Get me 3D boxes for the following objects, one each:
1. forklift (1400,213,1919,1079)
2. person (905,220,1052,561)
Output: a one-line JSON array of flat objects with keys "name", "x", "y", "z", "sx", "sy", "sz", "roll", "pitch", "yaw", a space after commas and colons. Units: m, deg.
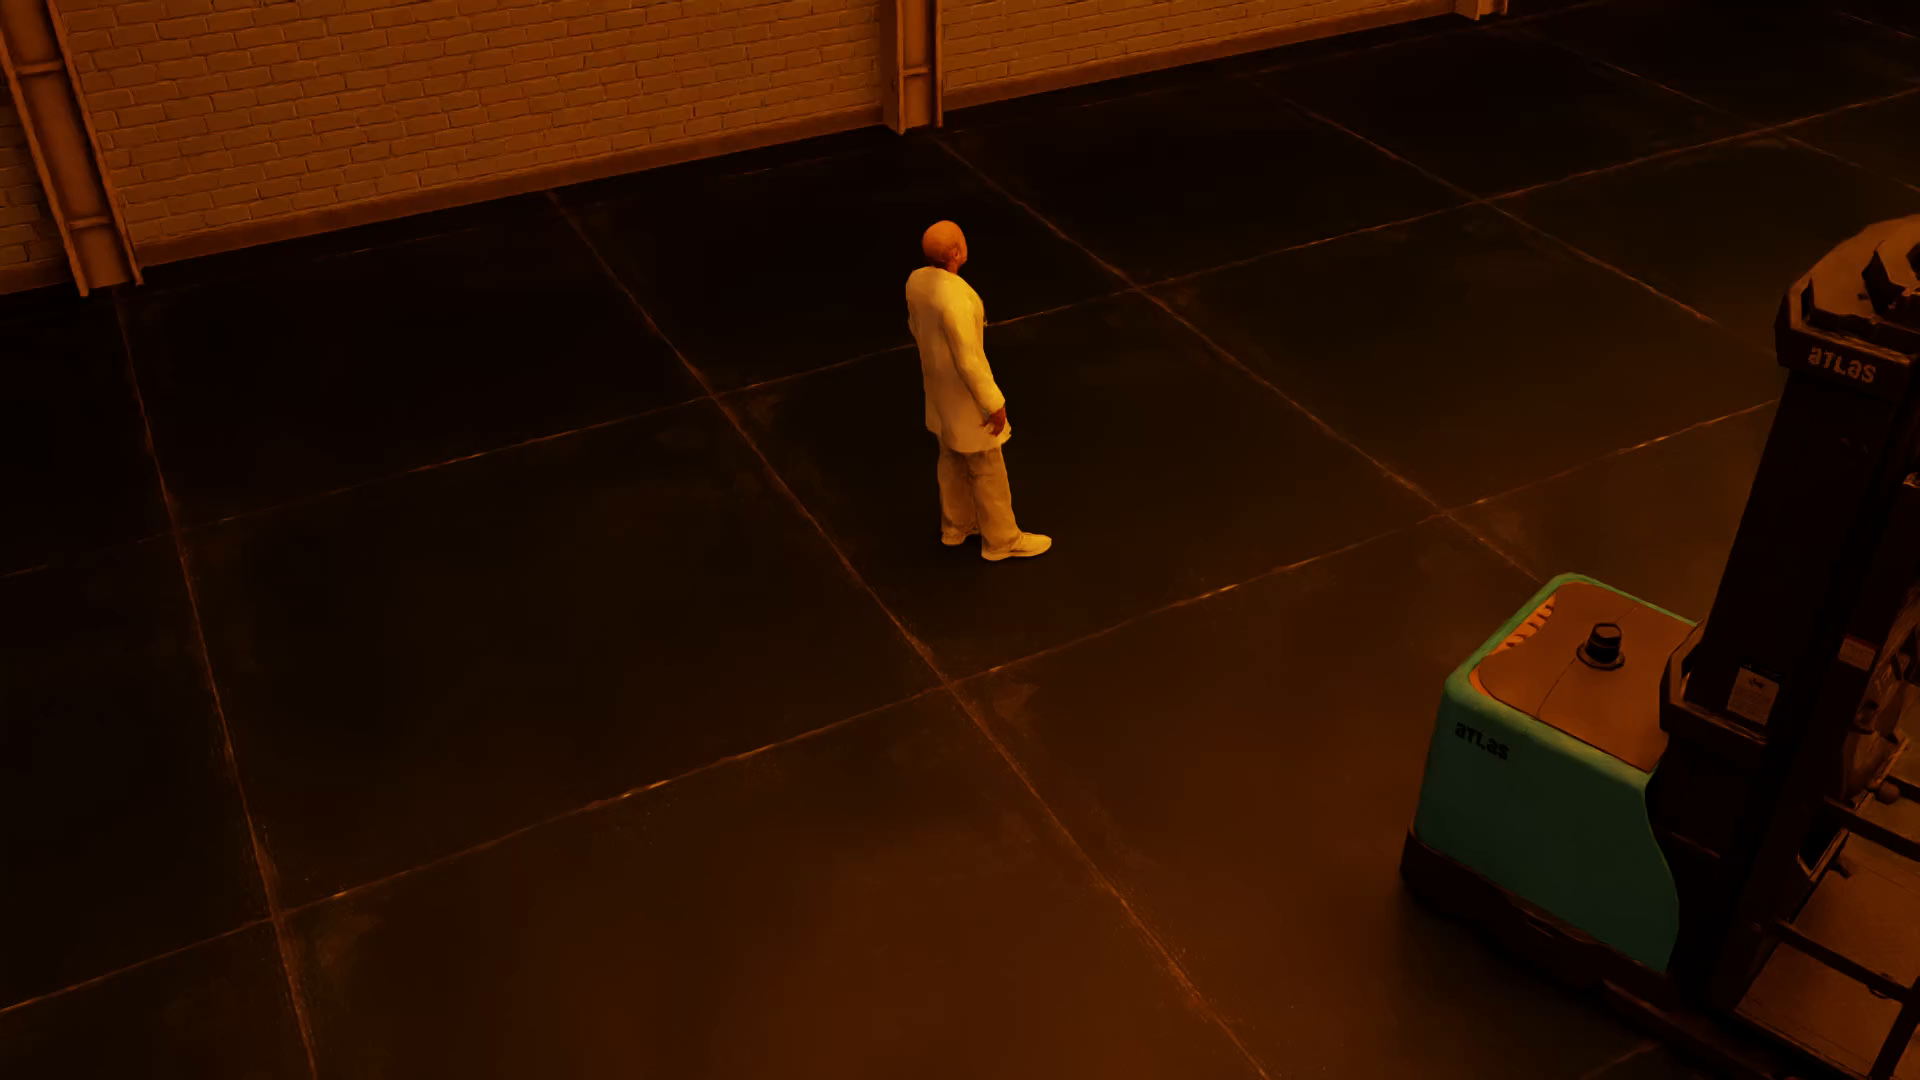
[{"name": "forklift", "x": 3.186, "y": 0.568, "z": 5.319, "sx": 3.031, "sy": 2.935, "sz": 1.130, "roll": 28, "pitch": 44, "yaw": 34}, {"name": "person", "x": 0.082, "y": -0.754, "z": 8.177, "sx": 0.579, "sy": 1.776, "sz": 0.694, "roll": -17, "pitch": 39, "yaw": -23}]
